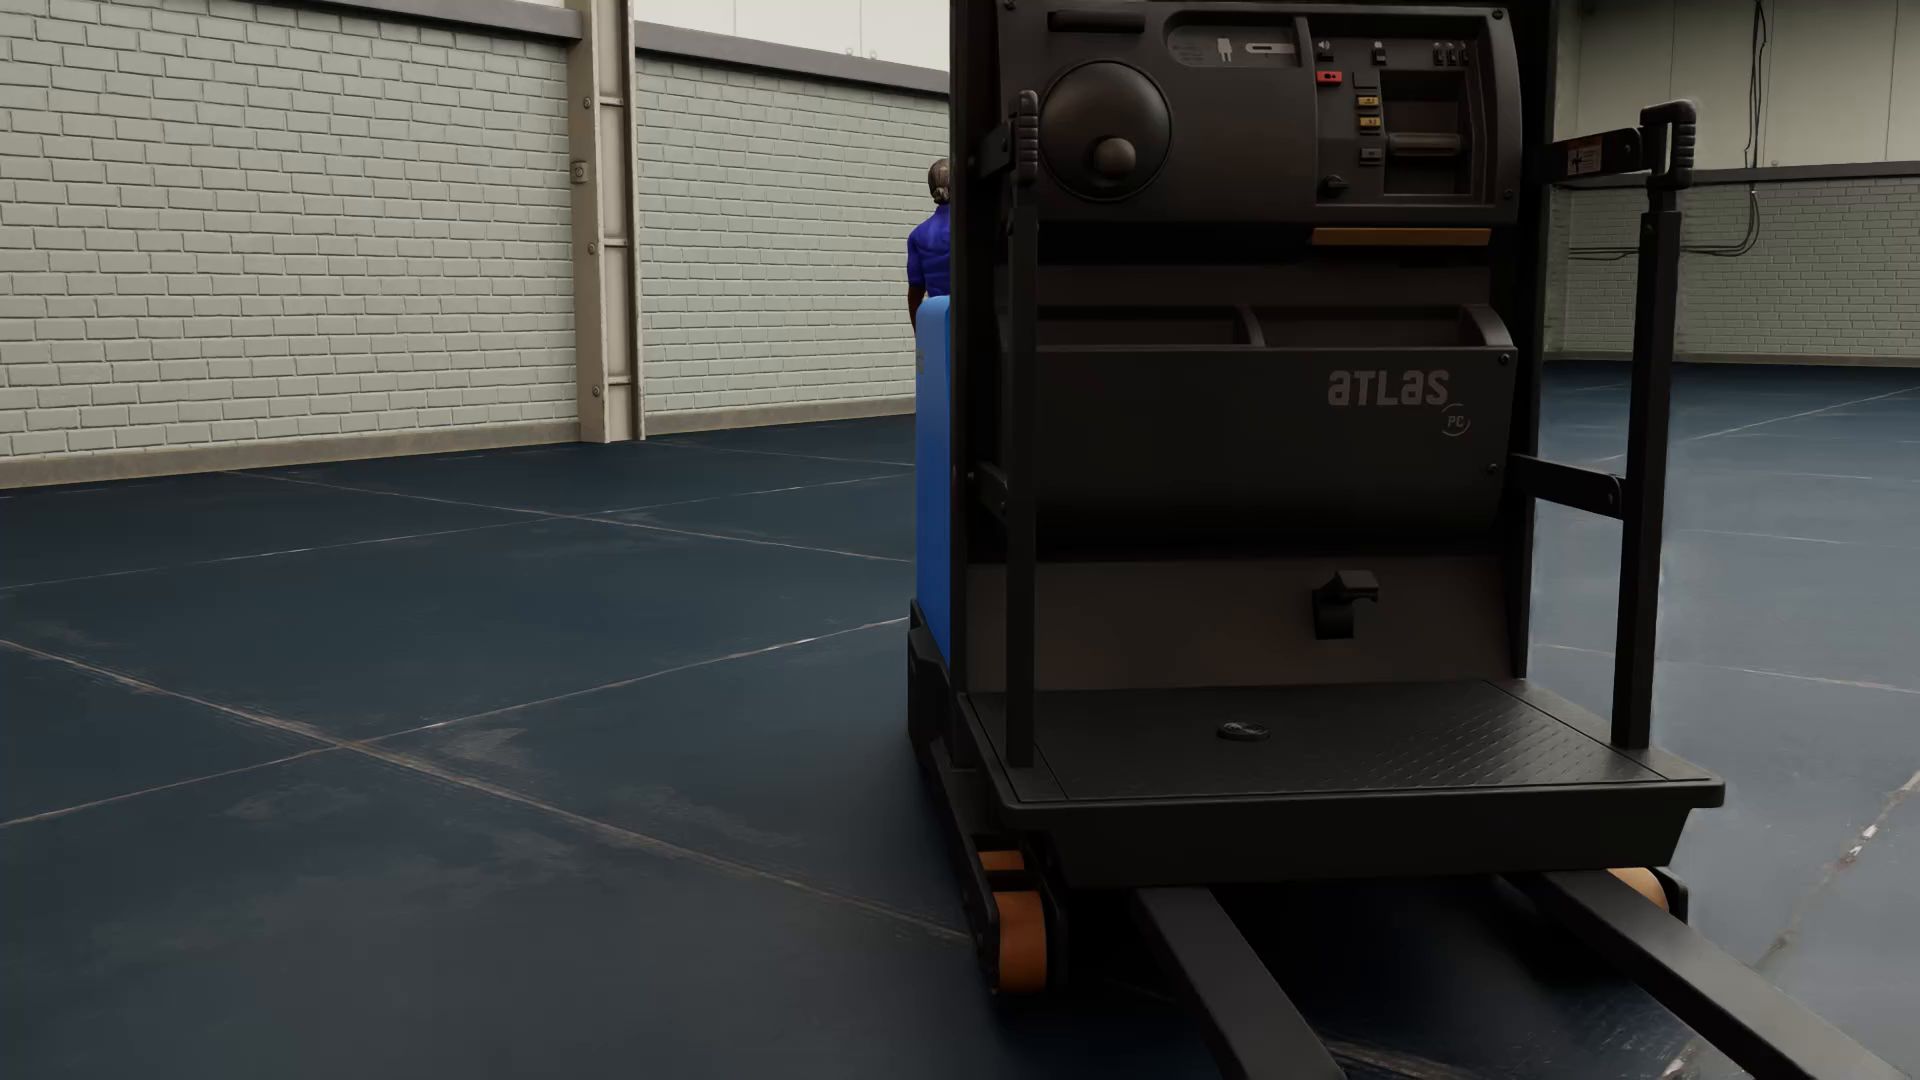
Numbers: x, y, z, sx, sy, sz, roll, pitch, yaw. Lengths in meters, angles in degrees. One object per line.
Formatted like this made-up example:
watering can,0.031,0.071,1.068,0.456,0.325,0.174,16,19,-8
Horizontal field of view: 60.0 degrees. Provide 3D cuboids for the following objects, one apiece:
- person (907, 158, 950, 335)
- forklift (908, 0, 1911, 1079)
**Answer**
person,0.070,-0.834,7.340,0.570,1.656,0.503,7,11,38
forklift,0.553,-0.795,2.715,1.130,2.935,3.031,-1,8,-6
